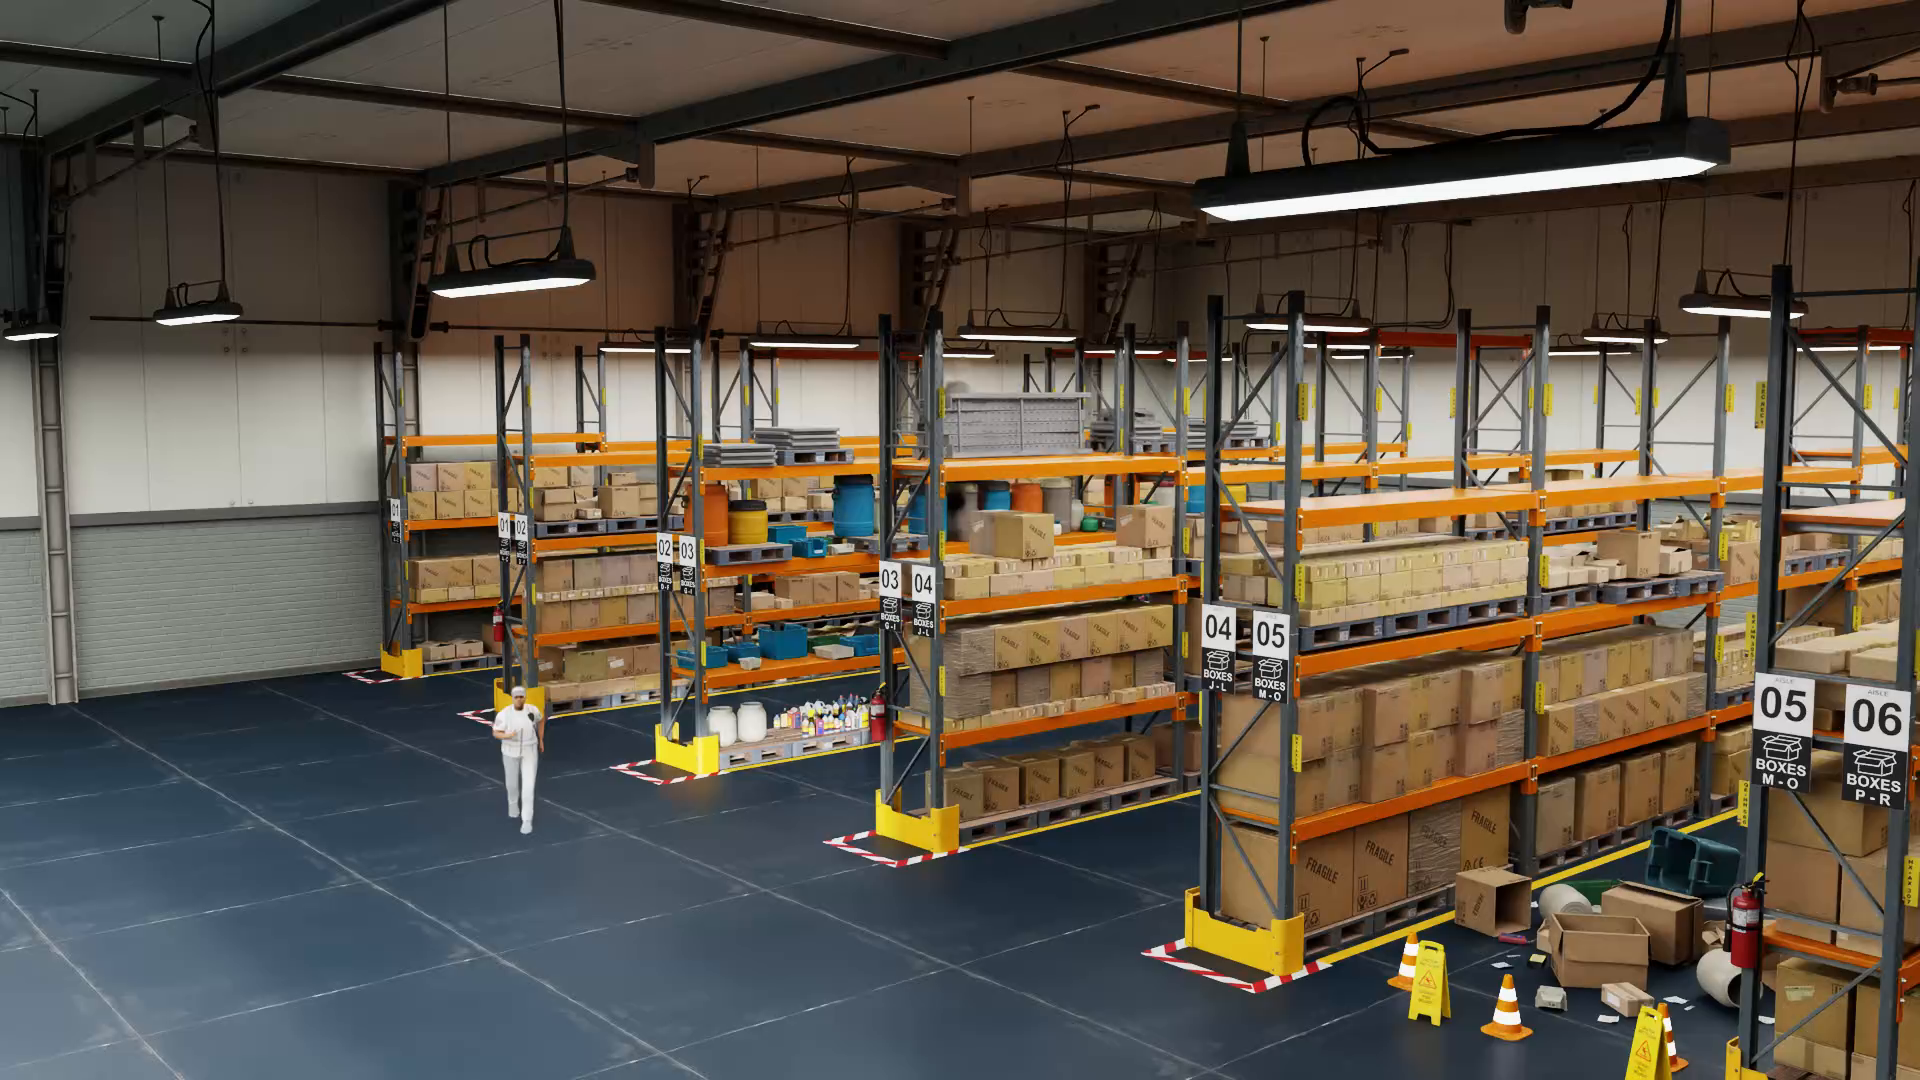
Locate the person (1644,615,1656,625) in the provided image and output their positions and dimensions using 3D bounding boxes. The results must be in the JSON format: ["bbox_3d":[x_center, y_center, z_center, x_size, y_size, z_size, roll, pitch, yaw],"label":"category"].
[{"bbox_3d":[11.053,1.966,26.560,0.865,1.580,0.529,-4,7,-41],"label":"person"}]

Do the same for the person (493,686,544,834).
[{"bbox_3d":[-5.188,2.532,19.585,0.598,1.669,0.933,-2,5,-17],"label":"person"}]
